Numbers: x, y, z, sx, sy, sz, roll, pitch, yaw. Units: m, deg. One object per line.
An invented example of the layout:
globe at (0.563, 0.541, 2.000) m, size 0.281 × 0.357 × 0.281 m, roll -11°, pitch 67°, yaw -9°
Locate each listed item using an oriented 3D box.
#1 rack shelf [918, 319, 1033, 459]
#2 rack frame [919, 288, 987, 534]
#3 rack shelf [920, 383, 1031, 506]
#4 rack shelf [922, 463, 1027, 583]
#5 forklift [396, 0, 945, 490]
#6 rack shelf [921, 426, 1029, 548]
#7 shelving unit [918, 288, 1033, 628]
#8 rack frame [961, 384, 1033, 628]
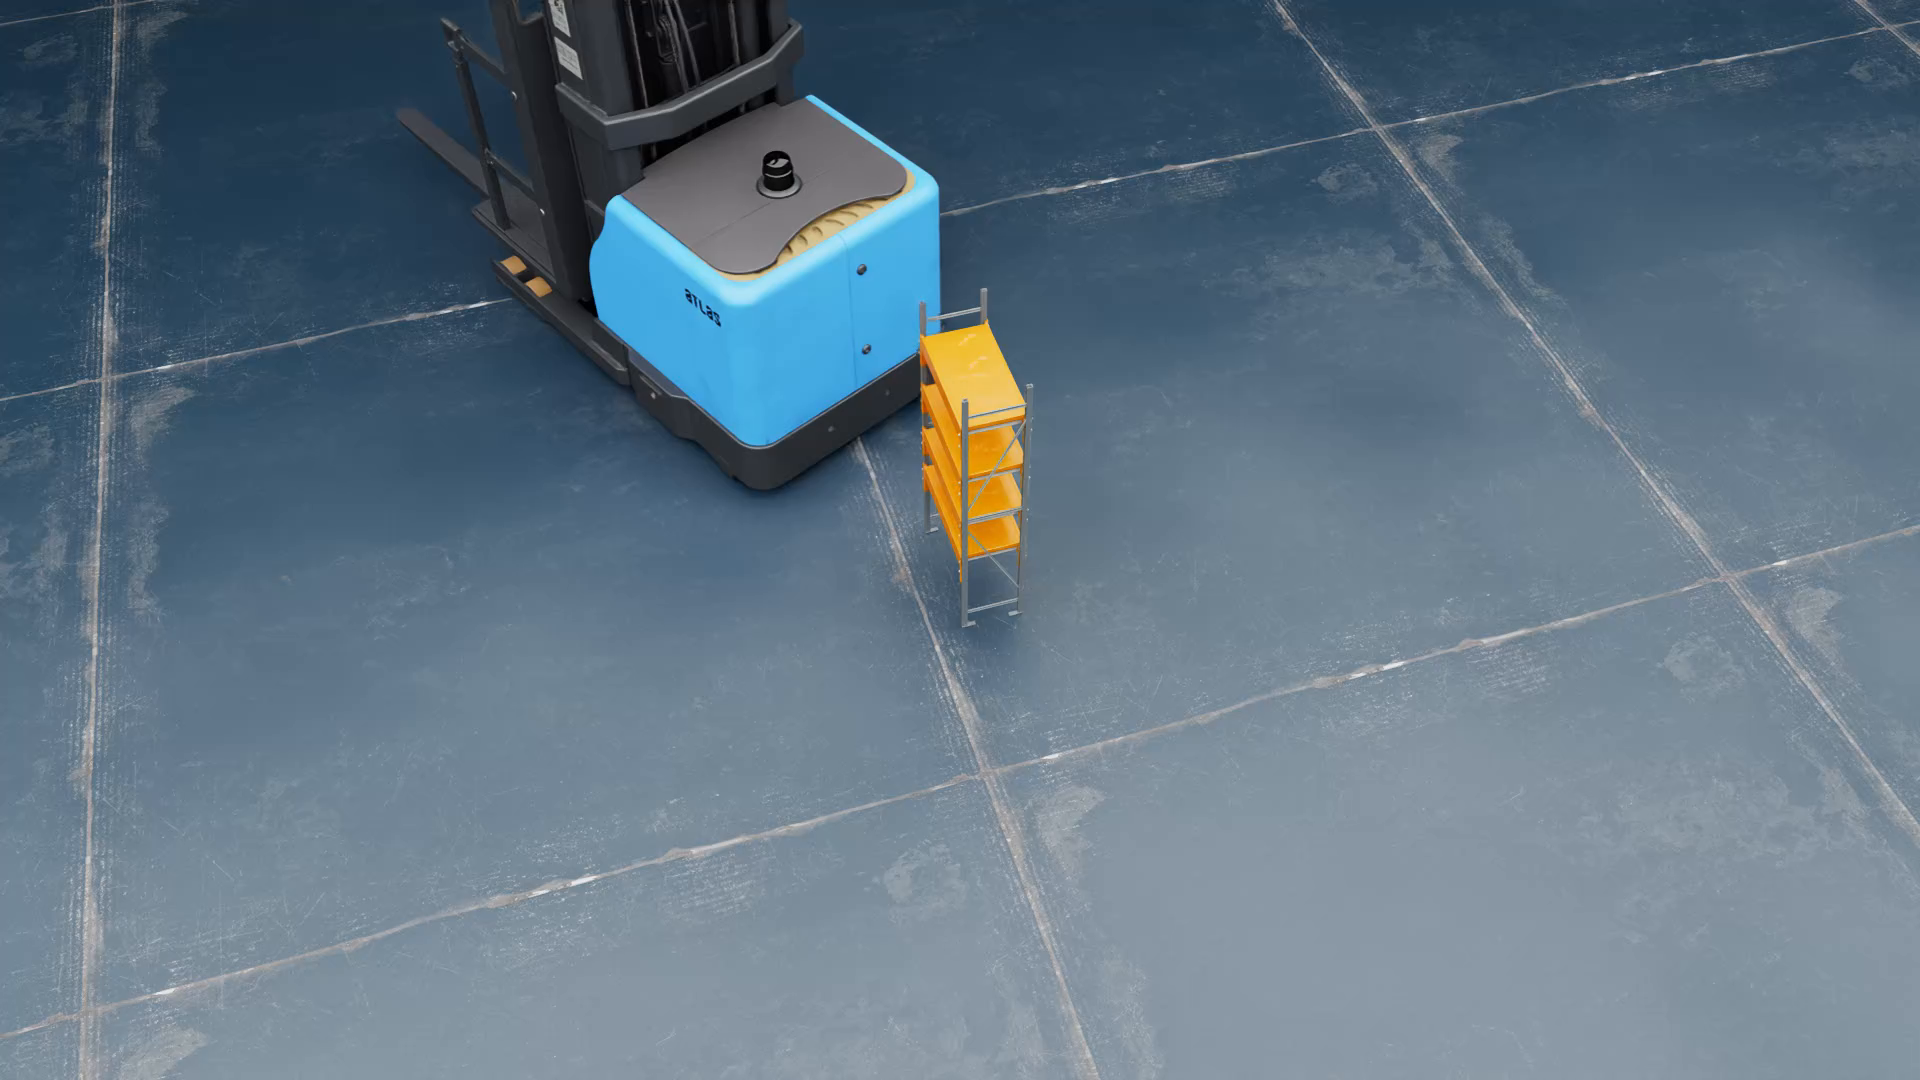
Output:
rack shelf at (0.049, -0.519, 5.679) m, size 0.258 × 0.148 × 0.480 m, roll -13°, pitch 51°, yaw -11°
rack frame at (-0.023, -0.444, 6.129) m, size 0.240 × 1.200 × 0.015 m, roll -13°, pitch 51°, yaw -11°
rack shelf at (0.049, -0.367, 5.859) m, size 0.258 × 0.148 × 0.480 m, roll -13°, pitch 51°, yaw -11°
rack shelf at (0.049, -0.094, 6.182) m, size 0.258 × 0.148 × 0.480 m, roll -13°, pitch 51°, yaw -11°
forklift at (-1.435, -2.183, 6.463) m, size 1.130 × 2.935 × 3.031 m, roll -35°, pitch 58°, yaw -26°
rack shelf at (0.049, -0.222, 6.030) m, size 0.258 × 0.148 × 0.480 m, roll -13°, pitch 51°, yaw -11°
shelving unit at (0.049, -0.266, 5.979) m, size 0.258 × 1.200 × 0.503 m, roll -13°, pitch 51°, yaw -11°
rack frame at (0.121, -0.088, 5.829) m, size 0.240 × 1.200 × 0.015 m, roll -13°, pitch 51°, yaw -11°
